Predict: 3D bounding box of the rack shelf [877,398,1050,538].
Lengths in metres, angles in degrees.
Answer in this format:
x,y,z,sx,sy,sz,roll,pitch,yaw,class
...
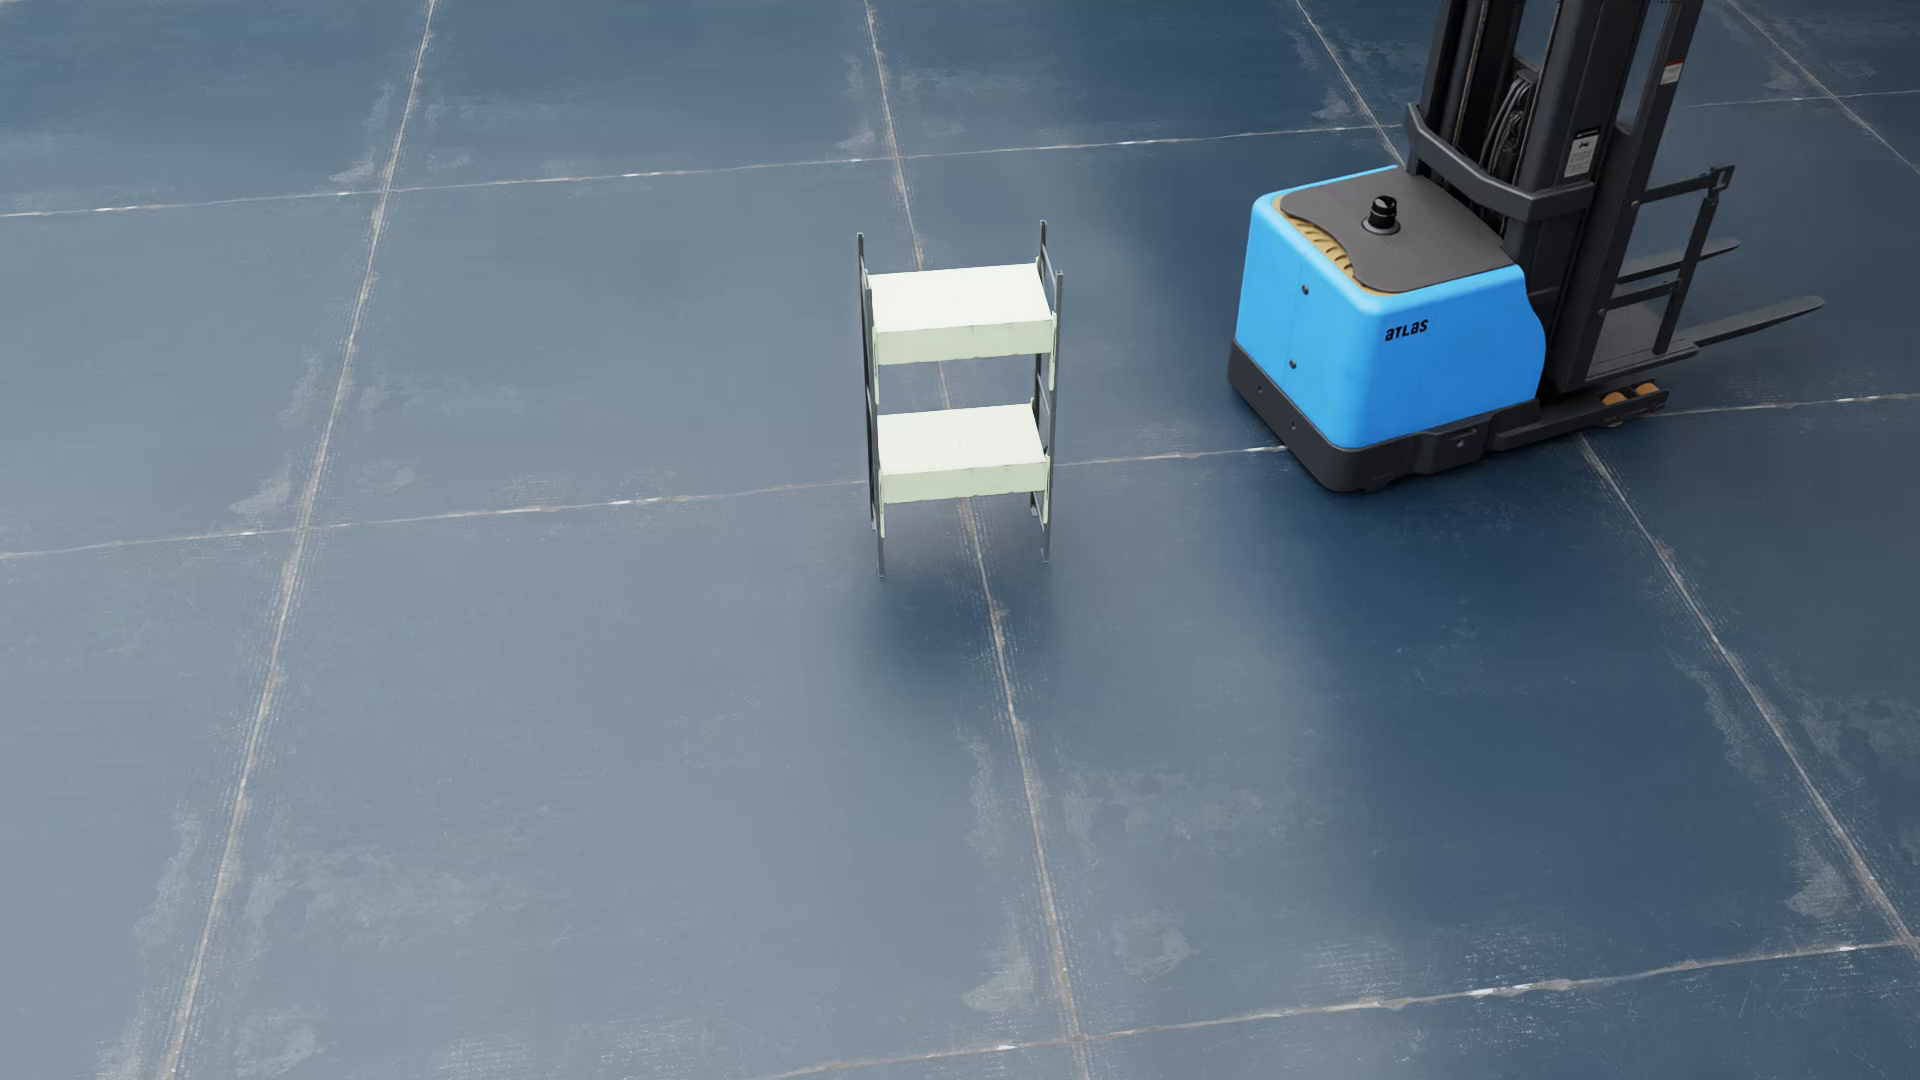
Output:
x,y,z,sx,sy,sz,roll,pitch,yaw,class
-0.007,-0.314,7.181,0.720,0.370,0.431,-5,42,-6,rack shelf

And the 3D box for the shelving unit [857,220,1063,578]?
x,y,z,sx,sy,sz,roll,pitch,yaw,class
-0.007,-0.556,6.962,0.755,1.500,0.431,-5,42,-6,shelving unit

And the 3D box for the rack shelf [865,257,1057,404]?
x,y,z,sx,sy,sz,roll,pitch,yaw,class
-0.007,-0.846,6.701,0.720,0.370,0.431,-5,42,-6,rack shelf

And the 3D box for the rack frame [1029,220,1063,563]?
x,y,z,sx,sy,sz,roll,pitch,yaw,class
0.356,-0.588,6.997,0.023,1.500,0.400,-5,42,-6,rack frame

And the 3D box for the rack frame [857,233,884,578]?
x,y,z,sx,sy,sz,roll,pitch,yaw,class
-0.370,-0.525,6.927,0.023,1.500,0.400,-5,42,-6,rack frame

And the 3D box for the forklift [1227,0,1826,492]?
x,y,z,sx,sy,sz,roll,pitch,yaw,class
2.892,-1.948,7.437,3.031,2.935,1.130,-16,44,-17,forklift
